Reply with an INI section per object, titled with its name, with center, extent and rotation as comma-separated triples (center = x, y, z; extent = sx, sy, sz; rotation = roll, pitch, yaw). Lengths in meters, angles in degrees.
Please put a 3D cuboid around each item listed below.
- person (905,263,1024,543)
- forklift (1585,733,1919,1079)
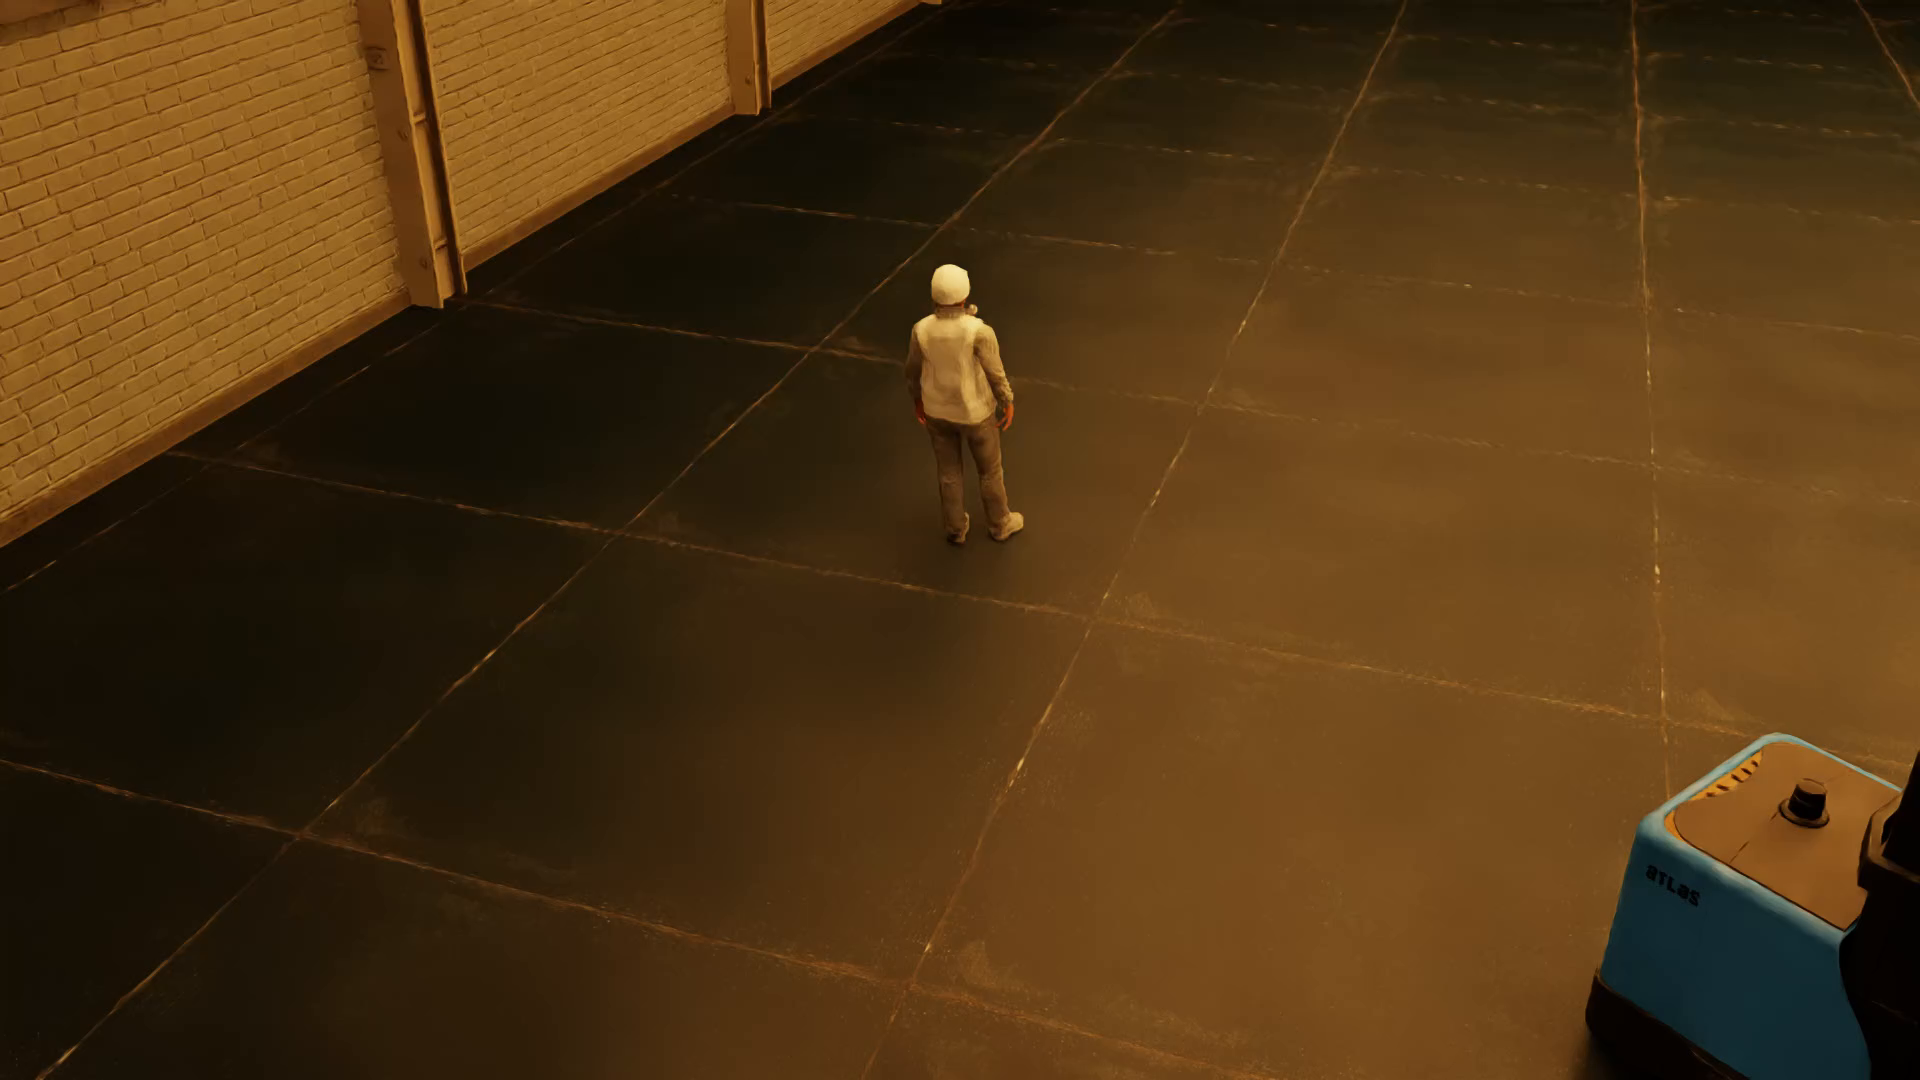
[person]
center = 0.028, -0.805, 9.702
extent = 0.632, 1.773, 0.567
rotation = 10, 31, 16
[forklift]
center = 3.781, 1.127, 5.159
extent = 1.130, 2.935, 3.031
rotation = -21, 36, -32
